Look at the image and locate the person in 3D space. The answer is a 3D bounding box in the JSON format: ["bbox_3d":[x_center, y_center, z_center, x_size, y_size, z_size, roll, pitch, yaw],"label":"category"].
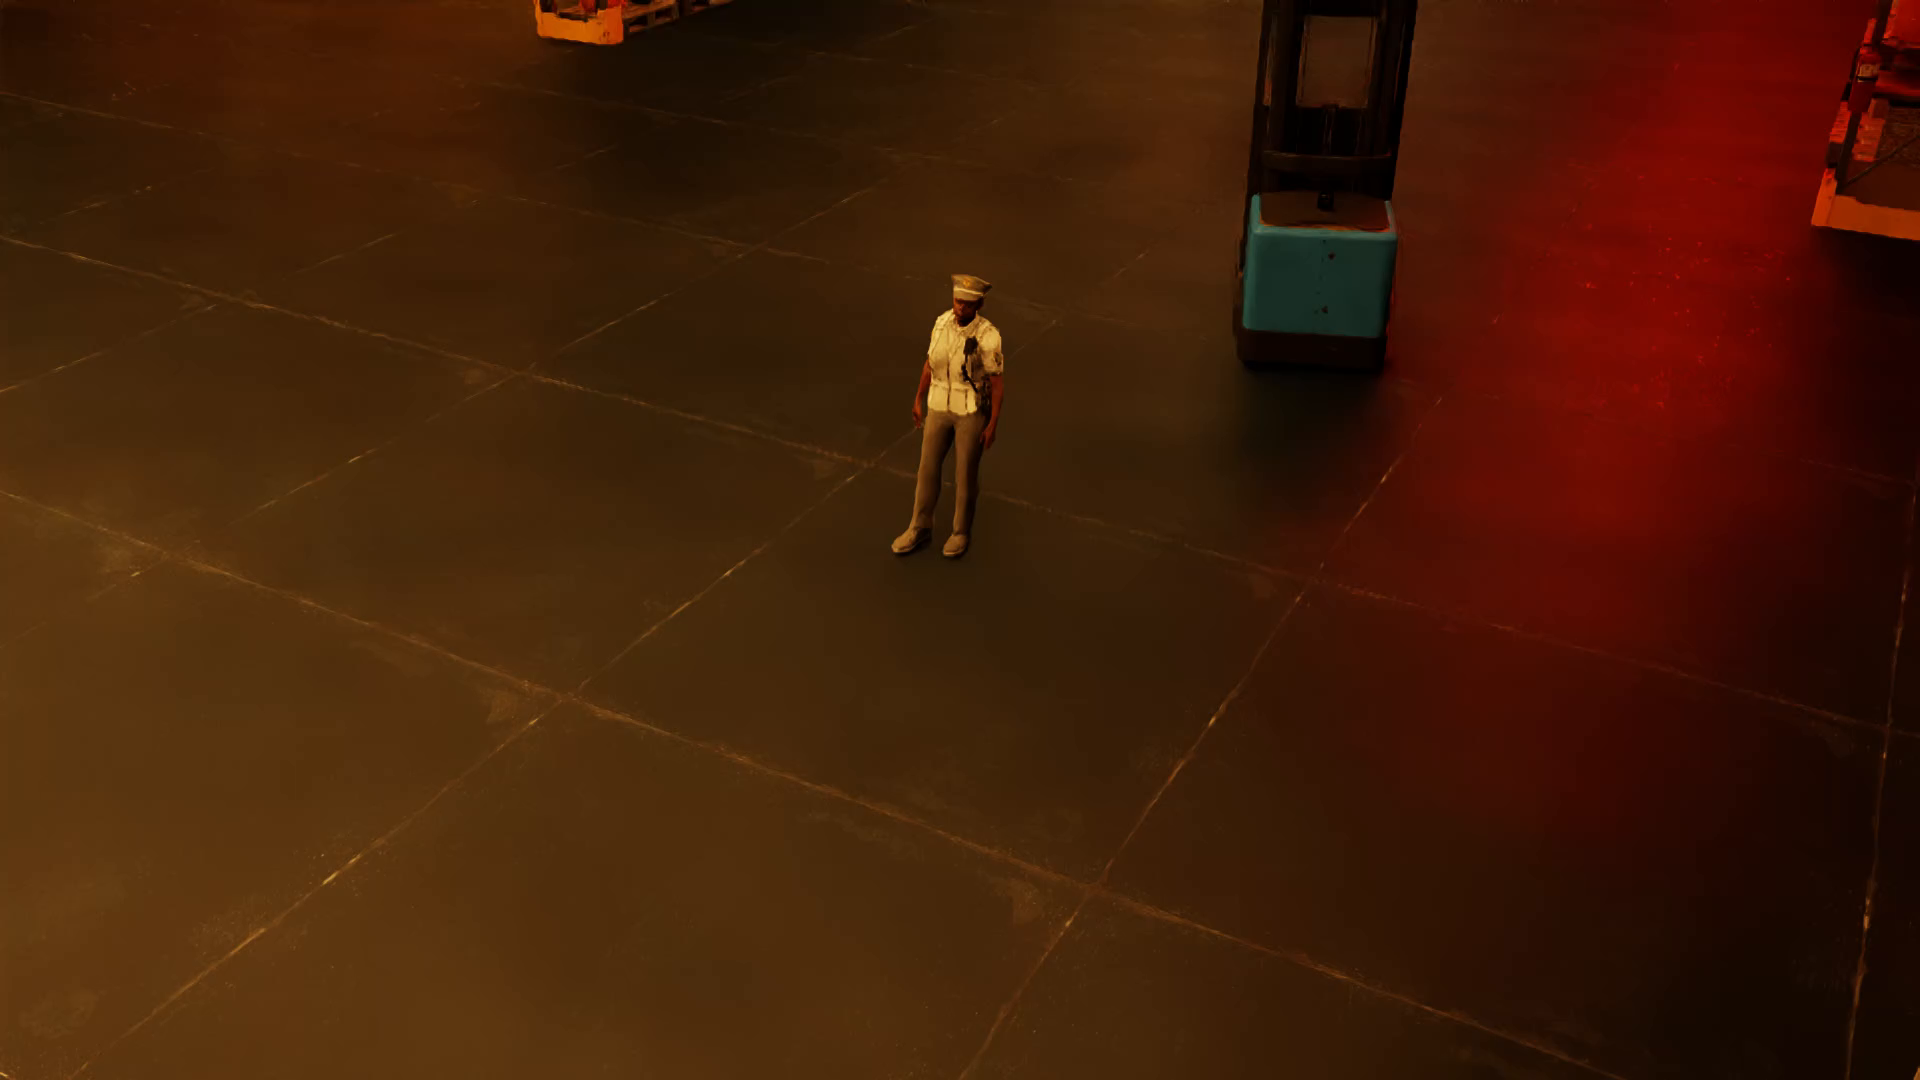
[{"bbox_3d":[-0.053,-0.713,9.527,0.570,1.695,0.529,15,33,25],"label":"person"}]

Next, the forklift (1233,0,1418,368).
[{"bbox_3d":[2.778,-3.226,12.660,1.130,2.935,3.031,4,30,8],"label":"forklift"}]
